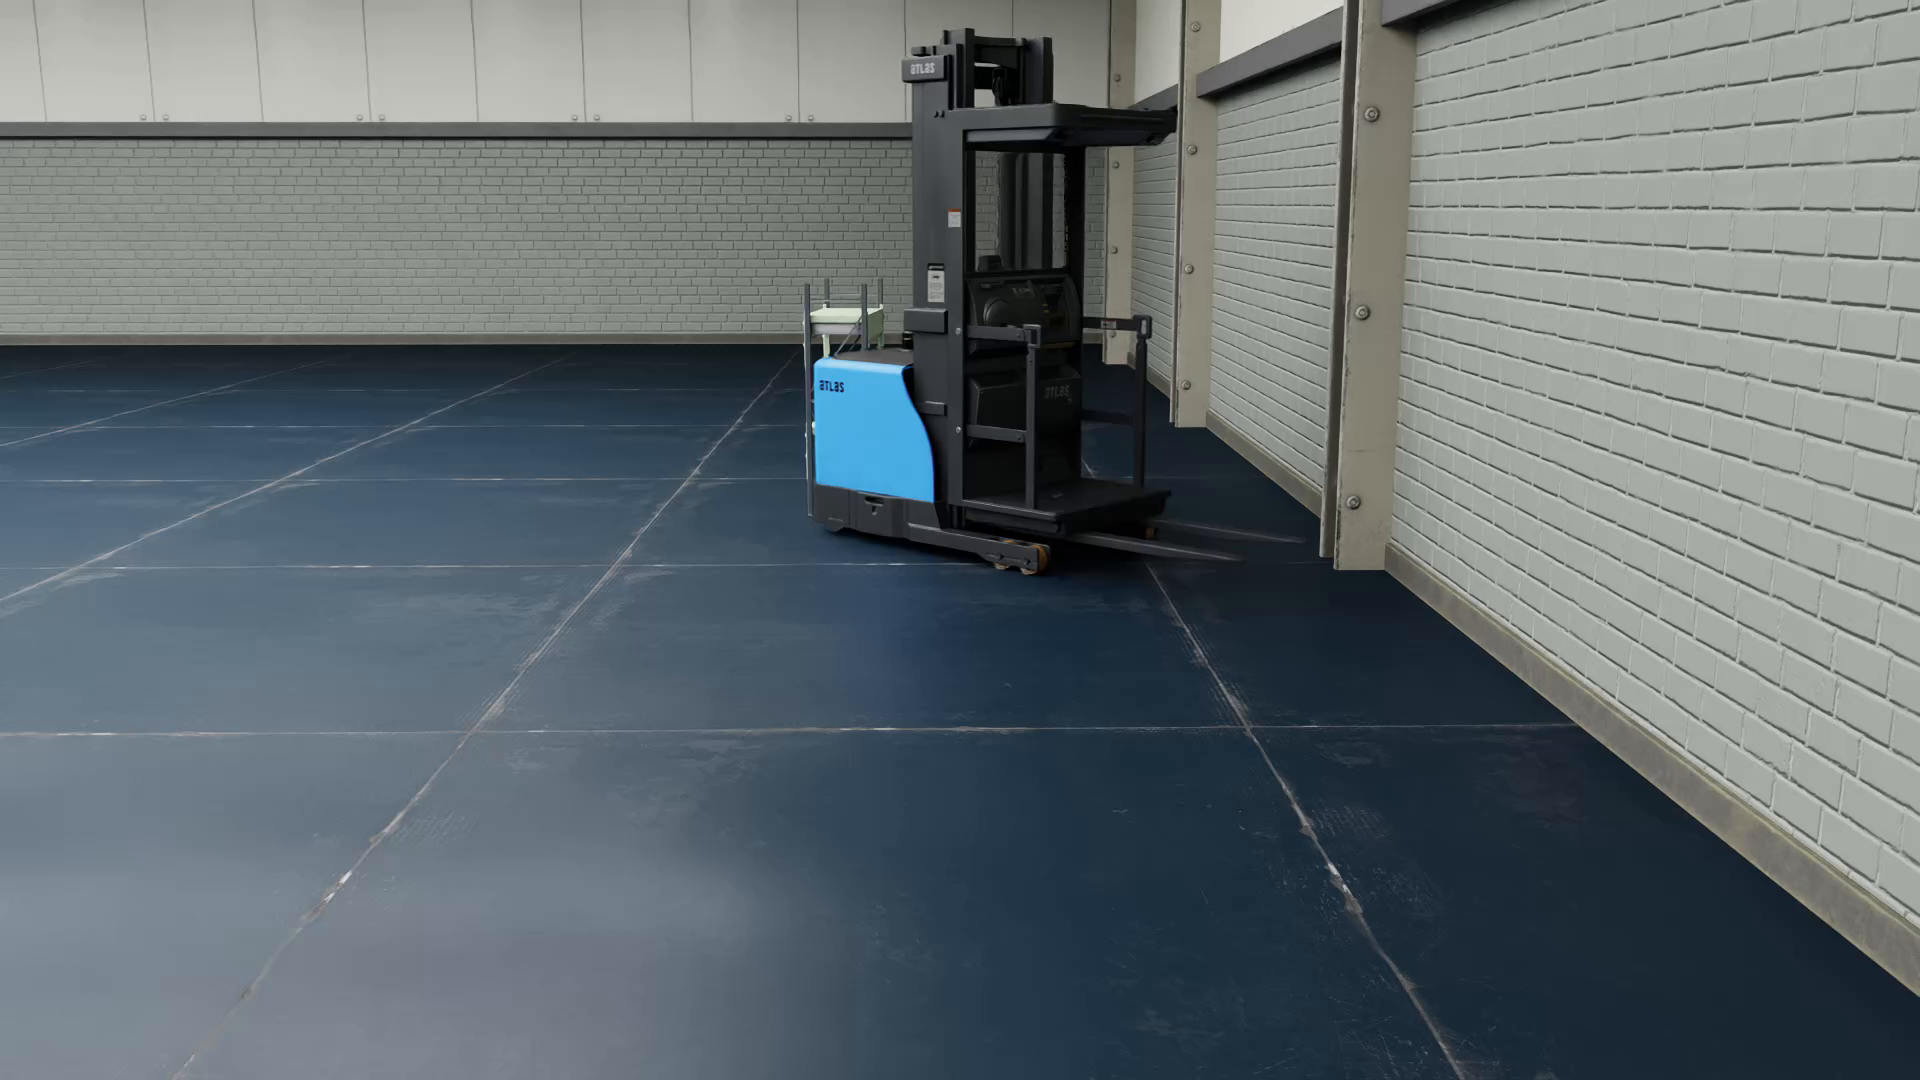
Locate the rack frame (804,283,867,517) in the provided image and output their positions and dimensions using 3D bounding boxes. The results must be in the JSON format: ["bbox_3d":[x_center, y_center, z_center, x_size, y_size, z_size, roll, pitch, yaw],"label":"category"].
[{"bbox_3d":[-0.788,-0.887,10.658,0.400,1.500,0.023,1,12,5],"label":"rack frame"}]

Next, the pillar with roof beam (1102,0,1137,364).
[{"bbox_3d":[-2.315,-6.651,20.212,9.100,9.000,0.400,0,11,-1],"label":"pillar with roof beam"}]

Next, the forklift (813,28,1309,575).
[{"bbox_3d":[0.525,-1.363,9.403,3.031,2.935,1.130,10,15,41],"label":"forklift"}]

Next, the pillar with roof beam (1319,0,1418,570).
[{"bbox_3d":[-2.067,-4.266,8.454,9.100,9.000,0.400,0,11,-1],"label":"pillar with roof beam"}]

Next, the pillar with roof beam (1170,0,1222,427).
[{"bbox_3d":[-2.191,-5.459,14.333,9.100,9.000,0.400,0,11,-1],"label":"pillar with roof beam"}]

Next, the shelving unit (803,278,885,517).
[{"bbox_3d":[-0.754,-0.959,11.015,0.431,1.500,0.755,1,12,5],"label":"shelving unit"}]

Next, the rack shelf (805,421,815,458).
[{"bbox_3d":[-0.754,-0.640,11.080,0.431,0.370,0.720,1,12,5],"label":"rack shelf"}]

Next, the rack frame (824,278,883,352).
[{"bbox_3d":[-0.721,-1.032,11.372,0.400,1.500,0.023,1,12,5],"label":"rack frame"}]

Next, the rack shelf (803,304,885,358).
[{"bbox_3d":[-0.754,-1.342,10.937,0.431,0.370,0.720,1,12,5],"label":"rack shelf"}]
